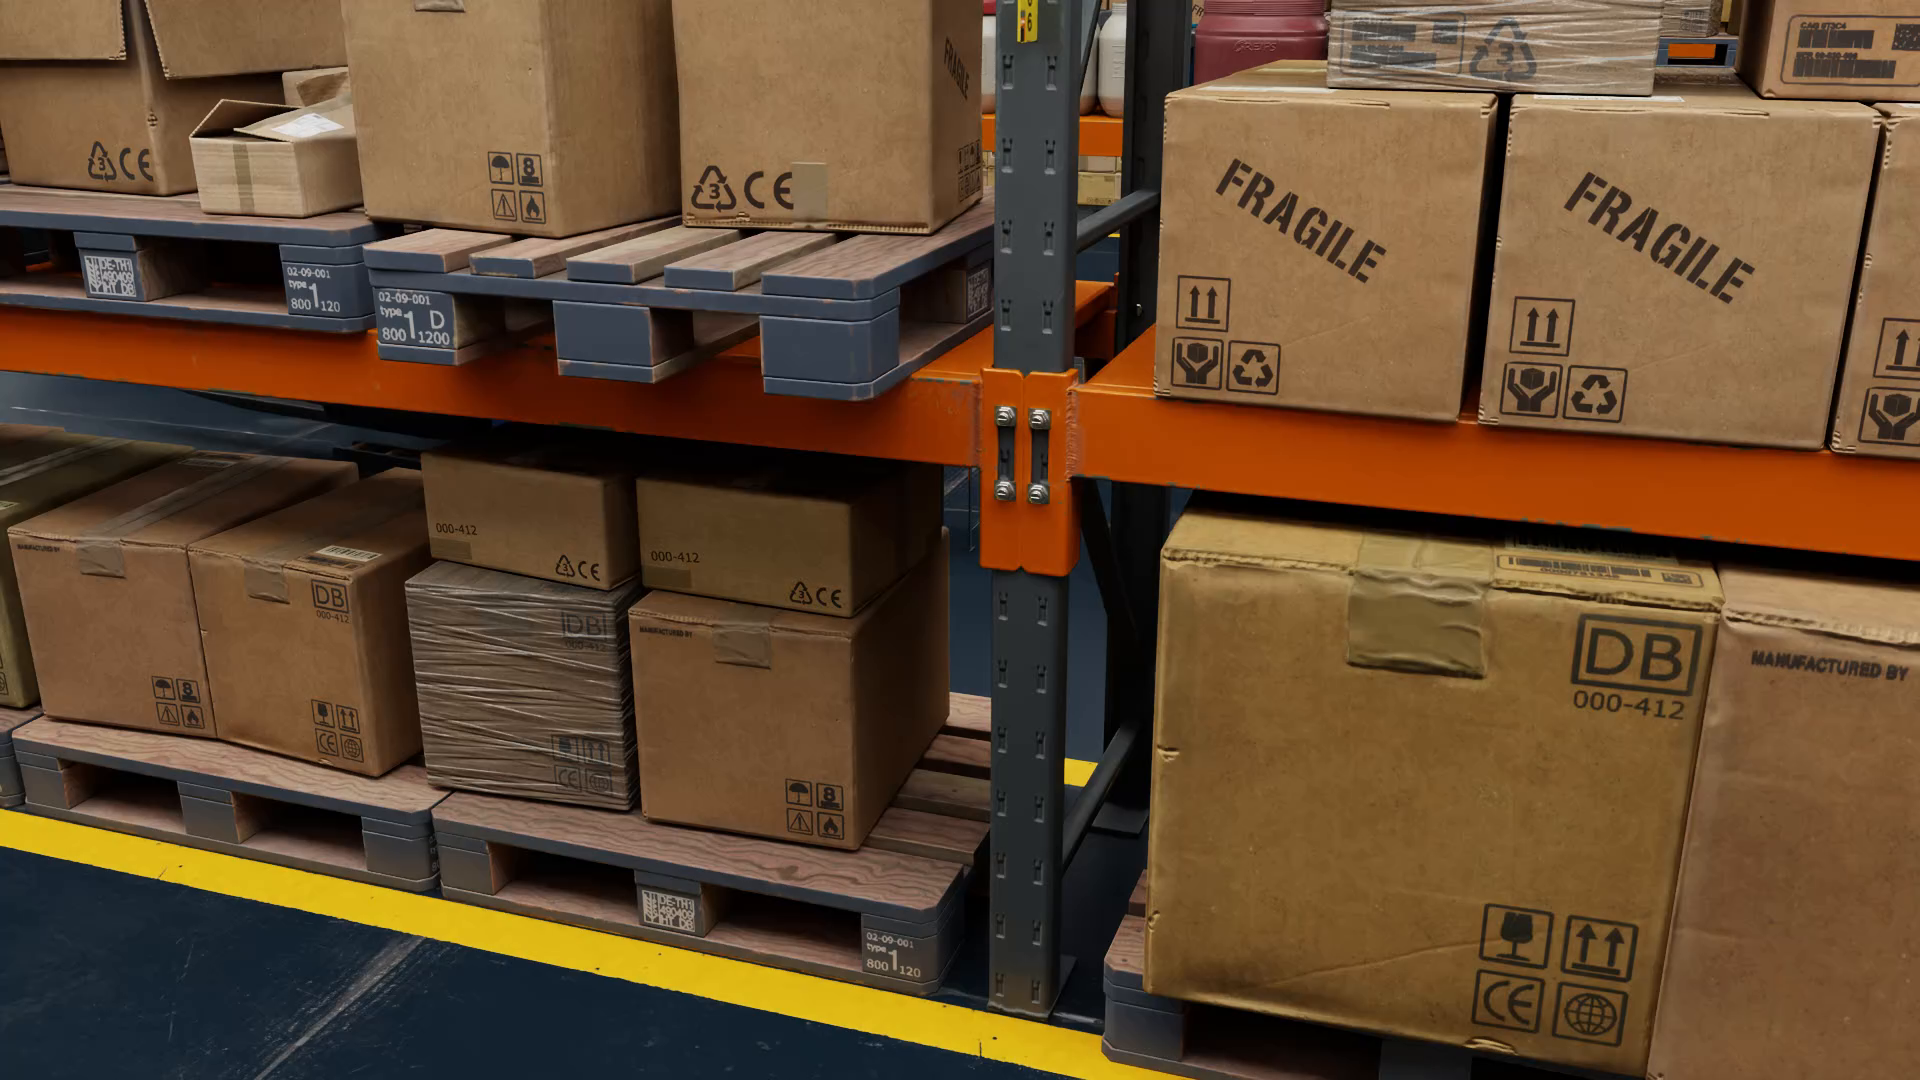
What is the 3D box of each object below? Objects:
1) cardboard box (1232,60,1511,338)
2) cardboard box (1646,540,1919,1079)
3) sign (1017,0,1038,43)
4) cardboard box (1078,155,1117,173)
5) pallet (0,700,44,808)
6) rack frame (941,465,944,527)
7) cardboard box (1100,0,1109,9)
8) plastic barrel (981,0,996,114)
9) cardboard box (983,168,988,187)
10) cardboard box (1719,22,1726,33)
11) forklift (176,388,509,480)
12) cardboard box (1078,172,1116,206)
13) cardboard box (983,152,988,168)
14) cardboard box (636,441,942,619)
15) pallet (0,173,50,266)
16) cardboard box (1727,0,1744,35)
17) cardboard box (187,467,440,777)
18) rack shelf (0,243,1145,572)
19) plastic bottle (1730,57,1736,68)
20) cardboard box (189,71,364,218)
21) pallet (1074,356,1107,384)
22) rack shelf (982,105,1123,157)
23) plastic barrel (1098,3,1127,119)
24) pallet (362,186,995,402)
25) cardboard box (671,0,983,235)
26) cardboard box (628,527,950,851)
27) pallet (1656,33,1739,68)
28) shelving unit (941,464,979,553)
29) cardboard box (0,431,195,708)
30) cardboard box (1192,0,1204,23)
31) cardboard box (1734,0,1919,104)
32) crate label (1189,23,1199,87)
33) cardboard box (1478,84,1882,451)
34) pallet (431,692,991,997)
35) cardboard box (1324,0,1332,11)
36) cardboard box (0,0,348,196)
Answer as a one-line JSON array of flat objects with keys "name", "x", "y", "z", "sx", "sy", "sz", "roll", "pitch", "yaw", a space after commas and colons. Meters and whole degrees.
[{"name": "cardboard box", "x": 0.826, "y": -0.686, "z": 3.336, "sx": 0.500, "sy": 0.500, "sz": 0.500, "roll": 7, "pitch": 20, "yaw": 20}, {"name": "cardboard box", "x": 1.763, "y": 0.369, "z": 3.049, "sx": 0.875, "sy": 0.875, "sz": 1.225, "roll": 7, "pitch": 20, "yaw": 18}, {"name": "sign", "x": 0.110, "y": -0.955, "z": 2.620, "sx": 0.005, "sy": 0.325, "sz": 0.100, "roll": 7, "pitch": 20, "yaw": 18}, {"name": "cardboard box", "x": 1.024, "y": -3.058, "z": 12.981, "sx": 0.500, "sy": 0.311, "sz": 0.500, "roll": 6, "pitch": 20, "yaw": 16}, {"name": "pallet", "x": -2.764, "y": 0.353, "z": 4.743, "sx": 1.213, "sy": 0.211, "sz": 1.003, "roll": 7, "pitch": 20, "yaw": 18}, {"name": "rack frame", "x": -0.100, "y": -0.578, "z": 5.912, "sx": 0.006, "sy": 1.200, "sz": 0.240, "roll": 7, "pitch": 20, "yaw": 18}, {"name": "cardboard box", "x": 0.972, "y": -4.029, "z": 12.927, "sx": 0.500, "sy": 0.500, "sz": 0.500, "roll": 8, "pitch": 21, "yaw": 22}, {"name": "plastic barrel", "x": 0.059, "y": -2.354, "z": 8.066, "sx": 0.433, "sy": 0.535, "sz": 0.433, "roll": 0, "pitch": 19, "yaw": 0}, {"name": "cardboard box", "x": 0.054, "y": -2.906, "z": 13.396, "sx": 0.500, "sy": 0.250, "sz": 0.500, "roll": 6, "pitch": 20, "yaw": 17}, {"name": "cardboard box", "x": 7.089, "y": -4.826, "z": 15.715, "sx": 0.250, "sy": 0.149, "sz": 0.380, "roll": 7, "pitch": 20, "yaw": 20}, {"name": "forklift", "x": -1.953, "y": -1.722, "z": 6.563, "sx": 3.031, "sy": 2.935, "sz": 1.130, "roll": 9, "pitch": 21, "yaw": 25}, {"name": "cardboard box", "x": 1.027, "y": -2.796, "z": 13.079, "sx": 0.500, "sy": 0.250, "sz": 0.500, "roll": 6, "pitch": 20, "yaw": 16}, {"name": "cardboard box", "x": 0.063, "y": -3.170, "z": 13.300, "sx": 0.500, "sy": 0.311, "sz": 0.500, "roll": 7, "pitch": 20, "yaw": 18}, {"name": "cardboard box", "x": -0.364, "y": -0.060, "z": 3.681, "sx": 0.500, "sy": 0.250, "sz": 0.500, "roll": 7, "pitch": 21, "yaw": 20}, {"name": "pallet", "x": -2.826, "y": -0.829, "z": 4.189, "sx": 1.213, "sy": 0.211, "sz": 1.003, "roll": 7, "pitch": 20, "yaw": 18}, {"name": "cardboard box", "x": 5.622, "y": -3.680, "z": 11.287, "sx": 0.500, "sy": 0.500, "sz": 0.700, "roll": 1, "pitch": 19, "yaw": 4}, {"name": "cardboard box", "x": -1.427, "y": 0.176, "z": 4.143, "sx": 0.500, "sy": 0.500, "sz": 0.700, "roll": 8, "pitch": 21, "yaw": 23}, {"name": "rack shelf", "x": -1.611, "y": -0.492, "z": 4.022, "sx": 4.000, "sy": 0.370, "sz": 1.077, "roll": 7, "pitch": 20, "yaw": 18}, {"name": "plastic bottle", "x": 3.506, "y": -2.066, "z": 7.622, "sx": 0.133, "sy": 0.283, "sz": 0.061, "roll": 7, "pitch": 20, "yaw": 18}, {"name": "cardboard box", "x": -1.385, "y": -0.846, "z": 3.513, "sx": 0.258, "sy": 0.266, "sz": 0.396, "roll": 6, "pitch": 20, "yaw": 17}, {"name": "pallet", "x": 1.185, "y": -0.934, "z": 8.436, "sx": 1.213, "sy": 0.211, "sz": 1.003, "roll": 7, "pitch": 20, "yaw": 18}, {"name": "rack shelf", "x": 0.015, "y": -2.032, "z": 8.440, "sx": 4.000, "sy": 0.370, "sz": 1.077, "roll": 7, "pitch": 20, "yaw": 18}, {"name": "plastic barrel", "x": 0.862, "y": -2.253, "z": 7.812, "sx": 0.421, "sy": 0.512, "sz": 0.421, "roll": 0, "pitch": 19, "yaw": 0}, {"name": "pallet", "x": -0.429, "y": -0.569, "z": 3.442, "sx": 1.003, "sy": 0.211, "sz": 1.213, "roll": 7, "pitch": 20, "yaw": 18}, {"name": "cardboard box", "x": -0.245, "y": -0.907, "z": 3.330, "sx": 0.500, "sy": 0.500, "sz": 0.500, "roll": 4, "pitch": 20, "yaw": 11}, {"name": "cardboard box", "x": -0.361, "y": 0.291, "z": 3.813, "sx": 0.500, "sy": 0.500, "sz": 0.700, "roll": 5, "pitch": 20, "yaw": 15}, {"name": "pallet", "x": 5.372, "y": -3.396, "z": 11.552, "sx": 1.213, "sy": 0.211, "sz": 1.003, "roll": 7, "pitch": 20, "yaw": 18}, {"name": "shelving unit", "x": -0.014, "y": -0.568, "z": 5.883, "sx": 0.189, "sy": 1.200, "sz": 0.258, "roll": 7, "pitch": 20, "yaw": 18}, {"name": "cardboard box", "x": -2.483, "y": 0.056, "z": 4.489, "sx": 0.500, "sy": 0.500, "sz": 0.700, "roll": 6, "pitch": 20, "yaw": 18}, {"name": "cardboard box", "x": 1.943, "y": -3.918, "z": 12.608, "sx": 0.500, "sy": 0.500, "sz": 0.500, "roll": 5, "pitch": 20, "yaw": 15}, {"name": "cardboard box", "x": 1.579, "y": -0.981, "z": 2.657, "sx": 0.637, "sy": 0.503, "sz": 0.797, "roll": 7, "pitch": 20, "yaw": 19}, {"name": "crate label", "x": 1.054, "y": -2.363, "z": 8.246, "sx": 0.616, "sy": 0.435, "sz": 0.502, "roll": 7, "pitch": 20, "yaw": 18}, {"name": "cardboard box", "x": 1.136, "y": -0.470, "z": 2.717, "sx": 0.500, "sy": 0.500, "sz": 0.500, "roll": 6, "pitch": 20, "yaw": 17}, {"name": "pallet", "x": -0.459, "y": 0.617, "z": 3.987, "sx": 1.213, "sy": 0.211, "sz": 1.003, "roll": 7, "pitch": 20, "yaw": 18}, {"name": "cardboard box", "x": 3.524, "y": -5.666, "z": 16.953, "sx": 0.500, "sy": 0.500, "sz": 0.700, "roll": 7, "pitch": 20, "yaw": 18}, {"name": "cardboard box", "x": -1.832, "y": -1.136, "z": 3.983, "sx": 0.637, "sy": 0.503, "sz": 0.797, "roll": 9, "pitch": 21, "yaw": 24}]
